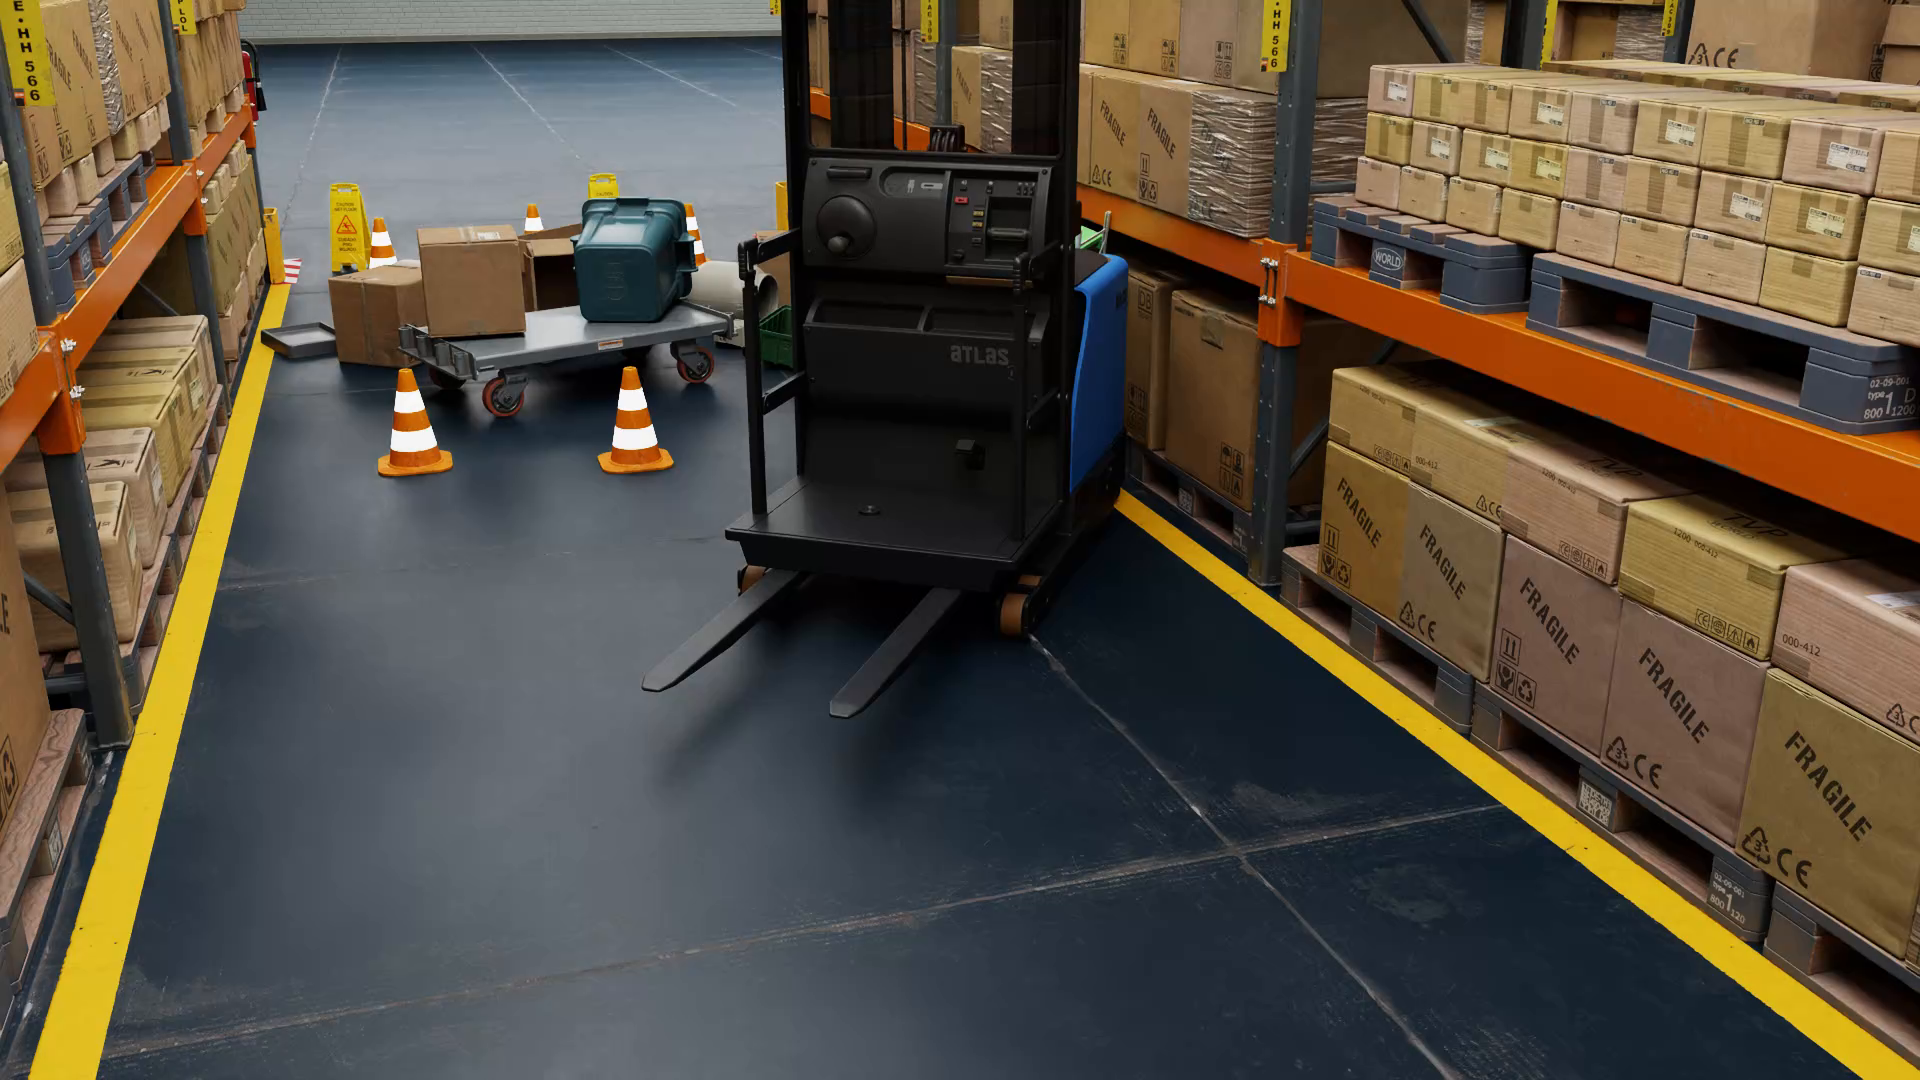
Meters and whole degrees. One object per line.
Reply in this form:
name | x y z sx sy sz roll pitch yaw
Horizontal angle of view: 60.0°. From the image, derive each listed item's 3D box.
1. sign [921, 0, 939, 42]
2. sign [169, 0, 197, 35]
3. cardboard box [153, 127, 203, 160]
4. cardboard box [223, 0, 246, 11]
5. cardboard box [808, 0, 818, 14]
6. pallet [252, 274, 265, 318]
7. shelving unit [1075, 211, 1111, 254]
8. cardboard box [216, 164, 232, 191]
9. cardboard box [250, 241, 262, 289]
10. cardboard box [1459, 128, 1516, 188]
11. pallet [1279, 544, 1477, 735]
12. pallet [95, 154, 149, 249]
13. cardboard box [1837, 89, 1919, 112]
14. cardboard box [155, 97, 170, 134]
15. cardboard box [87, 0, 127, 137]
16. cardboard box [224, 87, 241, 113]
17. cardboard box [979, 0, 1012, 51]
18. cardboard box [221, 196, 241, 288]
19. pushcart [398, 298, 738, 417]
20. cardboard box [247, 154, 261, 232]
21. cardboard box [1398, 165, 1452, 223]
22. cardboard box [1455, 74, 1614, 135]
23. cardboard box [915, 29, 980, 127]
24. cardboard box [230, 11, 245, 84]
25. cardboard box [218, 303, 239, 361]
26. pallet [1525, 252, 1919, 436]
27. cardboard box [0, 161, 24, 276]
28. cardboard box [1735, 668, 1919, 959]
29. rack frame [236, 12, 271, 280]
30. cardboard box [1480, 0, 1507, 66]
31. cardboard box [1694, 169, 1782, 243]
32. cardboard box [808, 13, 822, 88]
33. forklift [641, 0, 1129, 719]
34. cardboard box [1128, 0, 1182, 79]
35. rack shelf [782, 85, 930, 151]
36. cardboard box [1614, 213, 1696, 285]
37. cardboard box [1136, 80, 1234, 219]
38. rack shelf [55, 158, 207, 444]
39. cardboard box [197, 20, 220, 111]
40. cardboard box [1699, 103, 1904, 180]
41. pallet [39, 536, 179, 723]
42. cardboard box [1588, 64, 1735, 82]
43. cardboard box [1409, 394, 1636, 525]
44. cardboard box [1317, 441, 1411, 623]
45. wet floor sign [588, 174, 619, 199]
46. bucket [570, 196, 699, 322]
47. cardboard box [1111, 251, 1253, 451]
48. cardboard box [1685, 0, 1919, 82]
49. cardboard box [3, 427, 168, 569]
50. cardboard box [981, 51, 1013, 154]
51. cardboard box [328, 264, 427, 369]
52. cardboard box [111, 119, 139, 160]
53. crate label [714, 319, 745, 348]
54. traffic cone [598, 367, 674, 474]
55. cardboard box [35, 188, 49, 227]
sign | -0.169 -2.963 9.331 0.100 0.325 0.005 -6 21 -17
sign | -3.785 -2.625 8.073 0.100 0.325 0.005 -6 21 -17
cardboard box | -4.105 -2.036 8.520 0.380 0.149 0.250 -6 21 -17
cardboard box | -4.790 -3.504 10.168 0.700 0.500 0.500 -7 21 -18
cardboard box | -0.820 -4.317 12.679 0.875 0.550 0.550 -6 21 -17
pallet | -5.322 -1.702 11.343 1.003 0.211 1.213 -6 21 -17
shelving unit | 0.360 -1.036 7.776 0.503 1.200 0.258 28 45 27
cardboard box | -4.473 -2.097 9.694 0.380 0.149 0.250 -5 20 -14
cardboard box | -4.903 -1.809 10.961 0.500 0.250 0.500 -6 21 -17
cardboard box | 1.750 -1.165 5.033 0.380 0.149 0.250 -7 21 -19
pallet | 1.858 0.269 5.855 1.003 0.211 1.213 -6 21 -17
pallet | -3.714 -1.277 6.317 1.003 0.211 1.213 -6 21 -17
cardboard box | 2.608 -1.130 4.495 0.380 0.149 0.250 -5 20 -15
cardboard box | -3.887 -1.963 7.695 0.380 0.149 0.250 -6 21 -16
cardboard box | -3.468 -1.787 6.245 0.500 0.500 0.500 -7 21 -19
cardboard box | -4.892 -2.854 10.797 0.380 0.149 0.250 -6 21 -16
cardboard box | 0.519 -2.937 9.028 0.700 0.500 0.500 -7 21 -18
cardboard box | -4.419 -1.665 9.451 0.500 0.500 0.500 -6 20 -15
pushcart | -2.162 -1.044 9.264 1.648 0.377 0.936 -15 25 -36
cardboard box | -5.068 -2.330 11.304 0.500 0.500 0.500 -6 21 -17
cardboard box | 1.647 -1.123 5.355 0.380 0.149 0.250 -5 20 -15
cardboard box | 1.735 -1.320 5.023 0.380 0.149 0.250 -7 21 -18
cardboard box | 0.230 -2.766 9.957 0.875 0.550 0.550 -6 21 -17
cardboard box | -5.136 -3.345 11.205 0.500 0.500 0.500 -7 21 -18
cardboard box | -4.240 -1.141 9.102 0.500 0.250 0.500 -7 21 -20
pallet | 2.275 -0.573 4.358 1.003 0.211 1.213 -6 21 -17
cardboard box | -2.660 -0.772 4.111 0.500 0.250 0.500 -6 21 -17
cardboard box | 2.239 0.593 3.905 0.500 0.500 0.500 -7 21 -18
rack frame | -5.568 -3.303 11.675 1.000 3.000 0.127 -6 21 -17
cardboard box | 4.520 -3.889 12.719 0.875 0.500 0.500 -6 21 -17
cardboard box | 2.070 -0.838 4.122 0.380 0.149 0.250 -6 21 -15
cardboard box | -0.741 -3.818 12.886 0.875 0.550 0.550 -6 21 -17
forklift | -0.189 -1.177 5.857 1.130 2.935 3.031 6 21 16
cardboard box | 1.159 -2.284 7.210 0.700 0.500 0.500 -7 21 -18
rack shelf | -0.272 -2.881 11.565 1.077 0.370 4.000 -6 21 -17
cardboard box | 1.982 -0.783 4.410 0.380 0.149 0.250 -6 21 -16
cardboard box | 1.062 -1.618 6.835 0.500 0.500 0.500 -6 21 -17
rack shelf | -3.682 -1.039 6.436 1.077 0.370 4.000 -6 21 -17
cardboard box | -4.509 -2.698 9.404 0.500 0.500 0.500 -7 21 -18
cardboard box | 2.065 -0.983 4.085 0.380 0.149 0.250 -7 21 -18
pallet | -3.297 0.326 5.698 1.003 0.211 1.213 -6 21 -17
cardboard box | 2.280 -1.464 5.426 0.380 0.149 0.250 -7 21 -18
cardboard box | 1.761 -0.259 5.167 0.500 0.250 0.500 -7 21 -18
cardboard box | 1.594 -0.061 5.727 0.500 0.500 0.500 -7 21 -20
wet floor sign | -2.789 -2.552 13.068 0.267 0.644 0.232 -10 22 -27
bucket | -1.874 -1.551 9.392 0.726 0.611 0.620 1 30 2
cardboard box | 1.230 -0.918 7.742 1.050 0.750 0.750 -6 21 -16
cardboard box | 5.214 -3.283 10.109 1.000 1.000 1.000 -6 21 -17
cardboard box | -3.461 -0.115 6.066 0.950 0.372 0.625 -7 21 -18
cardboard box | 0.426 -2.266 8.639 0.500 0.500 0.500 -6 21 -17
cardboard box | -3.355 -1.333 9.884 0.500 0.500 0.500 8 21 20
cardboard box | -3.580 -1.634 6.779 0.380 0.149 0.250 -6 21 -17
crate label | -1.374 -1.275 10.264 0.250 0.136 0.298 12 23 30
traffic cone | -1.551 -0.590 7.873 0.336 0.463 0.334 -6 21 -17
cardboard box | -3.036 -1.034 5.107 0.380 0.149 0.250 -8 21 -21
